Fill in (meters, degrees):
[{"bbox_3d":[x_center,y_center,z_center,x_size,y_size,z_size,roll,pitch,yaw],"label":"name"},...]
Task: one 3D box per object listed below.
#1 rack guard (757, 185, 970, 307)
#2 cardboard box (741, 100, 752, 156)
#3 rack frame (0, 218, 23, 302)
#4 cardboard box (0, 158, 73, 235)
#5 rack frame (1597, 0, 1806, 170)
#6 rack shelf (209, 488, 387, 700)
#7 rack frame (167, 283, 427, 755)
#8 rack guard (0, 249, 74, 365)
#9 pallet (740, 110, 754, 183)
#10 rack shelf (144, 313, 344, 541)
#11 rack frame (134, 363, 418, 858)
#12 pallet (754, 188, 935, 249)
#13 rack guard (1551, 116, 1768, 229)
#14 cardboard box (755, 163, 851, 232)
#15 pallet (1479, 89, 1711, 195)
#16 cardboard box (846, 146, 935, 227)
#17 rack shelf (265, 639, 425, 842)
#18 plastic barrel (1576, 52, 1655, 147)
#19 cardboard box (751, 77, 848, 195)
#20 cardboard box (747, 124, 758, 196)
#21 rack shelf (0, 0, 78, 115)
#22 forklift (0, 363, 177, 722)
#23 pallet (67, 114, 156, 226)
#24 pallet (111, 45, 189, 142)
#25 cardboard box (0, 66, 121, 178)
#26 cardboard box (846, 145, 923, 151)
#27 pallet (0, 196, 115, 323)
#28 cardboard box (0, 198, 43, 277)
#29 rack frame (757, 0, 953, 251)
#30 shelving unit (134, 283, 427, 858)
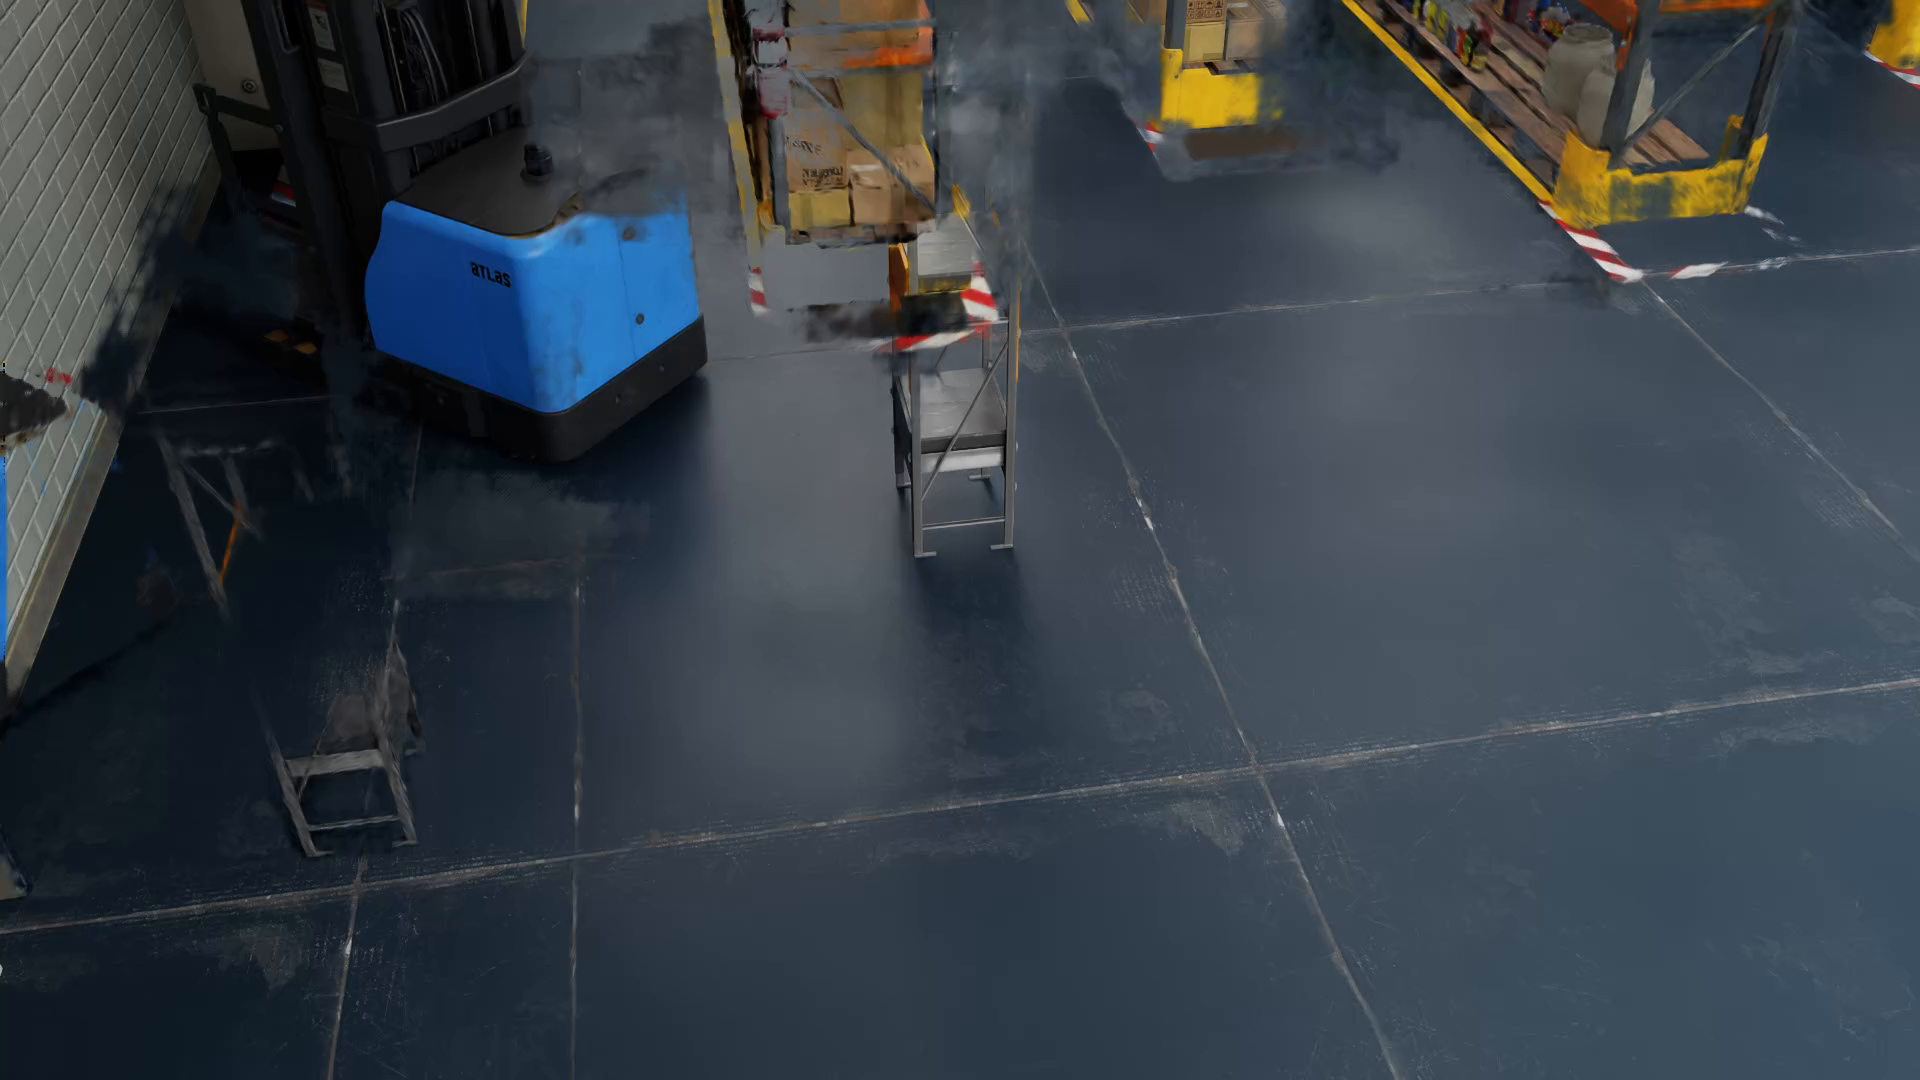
[{"bbox_3d":[1.706,-2.778,9.919,1.175,0.500,0.348,-6,38,-8],"label":"rack guard"},{"bbox_3d":[1.128,-3.755,11.037,0.500,0.250,0.500,-6,38,-8],"label":"cardboard box"},{"bbox_3d":[-3.174,-3.245,8.482,1.000,3.000,0.127,-6,38,-8],"label":"rack frame"},{"bbox_3d":[-3.307,-3.129,10.165,0.500,0.311,0.500,-3,38,-4],"label":"cardboard box"},{"bbox_3d":[6.580,-4.311,9.854,1.000,3.000,0.127,-6,38,-8],"label":"rack frame"},{"bbox_3d":[-0.029,-0.918,6.243,0.431,0.518,0.480,-6,38,-8],"label":"rack shelf"},{"bbox_3d":[-0.072,-1.077,6.424,0.400,2.100,0.015,-6,38,-8],"label":"rack frame"},{"bbox_3d":[-3.187,-2.304,9.308,1.175,0.500,0.348,-6,38,-8],"label":"rack guard"},{"bbox_3d":[1.316,-3.872,11.561,1.003,0.211,1.213,-6,38,-8],"label":"pallet"},{"bbox_3d":[-0.029,-1.471,5.813,0.431,0.518,0.480,-6,38,-8],"label":"rack shelf"},{"bbox_3d":[0.014,-0.782,6.045,0.400,2.100,0.015,-6,38,-8],"label":"rack frame"},{"bbox_3d":[1.527,-3.136,10.615,1.003,0.211,1.213,-6,38,-8],"label":"pallet"},{"bbox_3d":[6.520,-3.364,10.673,1.175,0.500,0.348,-6,38,-8],"label":"rack guard"},{"bbox_3d":[1.317,-3.152,10.261,0.500,0.250,0.500,-6,38,-8],"label":"cardboard box"},{"bbox_3d":[6.383,-3.741,11.394,1.003,0.211,1.213,-6,38,-8],"label":"pallet"},{"bbox_3d":[1.827,-3.208,10.333,0.500,0.250,0.500,-6,38,-8],"label":"cardboard box"},{"bbox_3d":[-0.029,-0.366,6.672,0.431,0.518,0.480,-6,38,-8],"label":"rack shelf"},{"bbox_3d":[6.389,-3.883,10.989,0.421,0.512,0.421,0,38,0],"label":"plastic barrel"},{"bbox_3d":[1.315,-3.448,10.031,0.500,0.500,0.500,-6,38,-8],"label":"cardboard box"},{"bbox_3d":[1.218,-3.453,10.648,0.500,0.250,0.500,-6,38,-8],"label":"cardboard box"},{"bbox_3d":[-3.525,-4.169,10.258,1.077,0.370,4.000,-6,38,-8],"label":"rack shelf"},{"bbox_3d":[-2.688,-2.162,7.144,3.031,2.935,1.130,20,42,24],"label":"forklift"},{"bbox_3d":[-3.506,-3.420,10.980,1.003,0.211,1.213,-6,38,-8],"label":"pallet"},{"bbox_3d":[-3.723,-4.158,11.930,1.003,0.211,1.213,-6,38,-8],"label":"pallet"},{"bbox_3d":[-3.386,-3.652,10.685,0.700,0.500,0.500,-9,39,-11],"label":"cardboard box"},{"bbox_3d":[1.736,-3.509,10.721,0.500,0.250,0.500,-6,38,-8],"label":"cardboard box"},{"bbox_3d":[-3.295,-2.684,10.033,1.003,0.211,1.213,-6,38,-8],"label":"pallet"},{"bbox_3d":[-3.207,-2.785,9.722,0.500,0.311,0.500,-10,39,-13],"label":"cardboard box"},{"bbox_3d":[1.702,-3.780,9.171,1.000,3.000,0.127,-6,38,-8],"label":"rack frame"},{"bbox_3d":[-0.029,-0.929,6.235,0.431,2.100,0.503,-6,38,-8],"label":"shelving unit"}]
